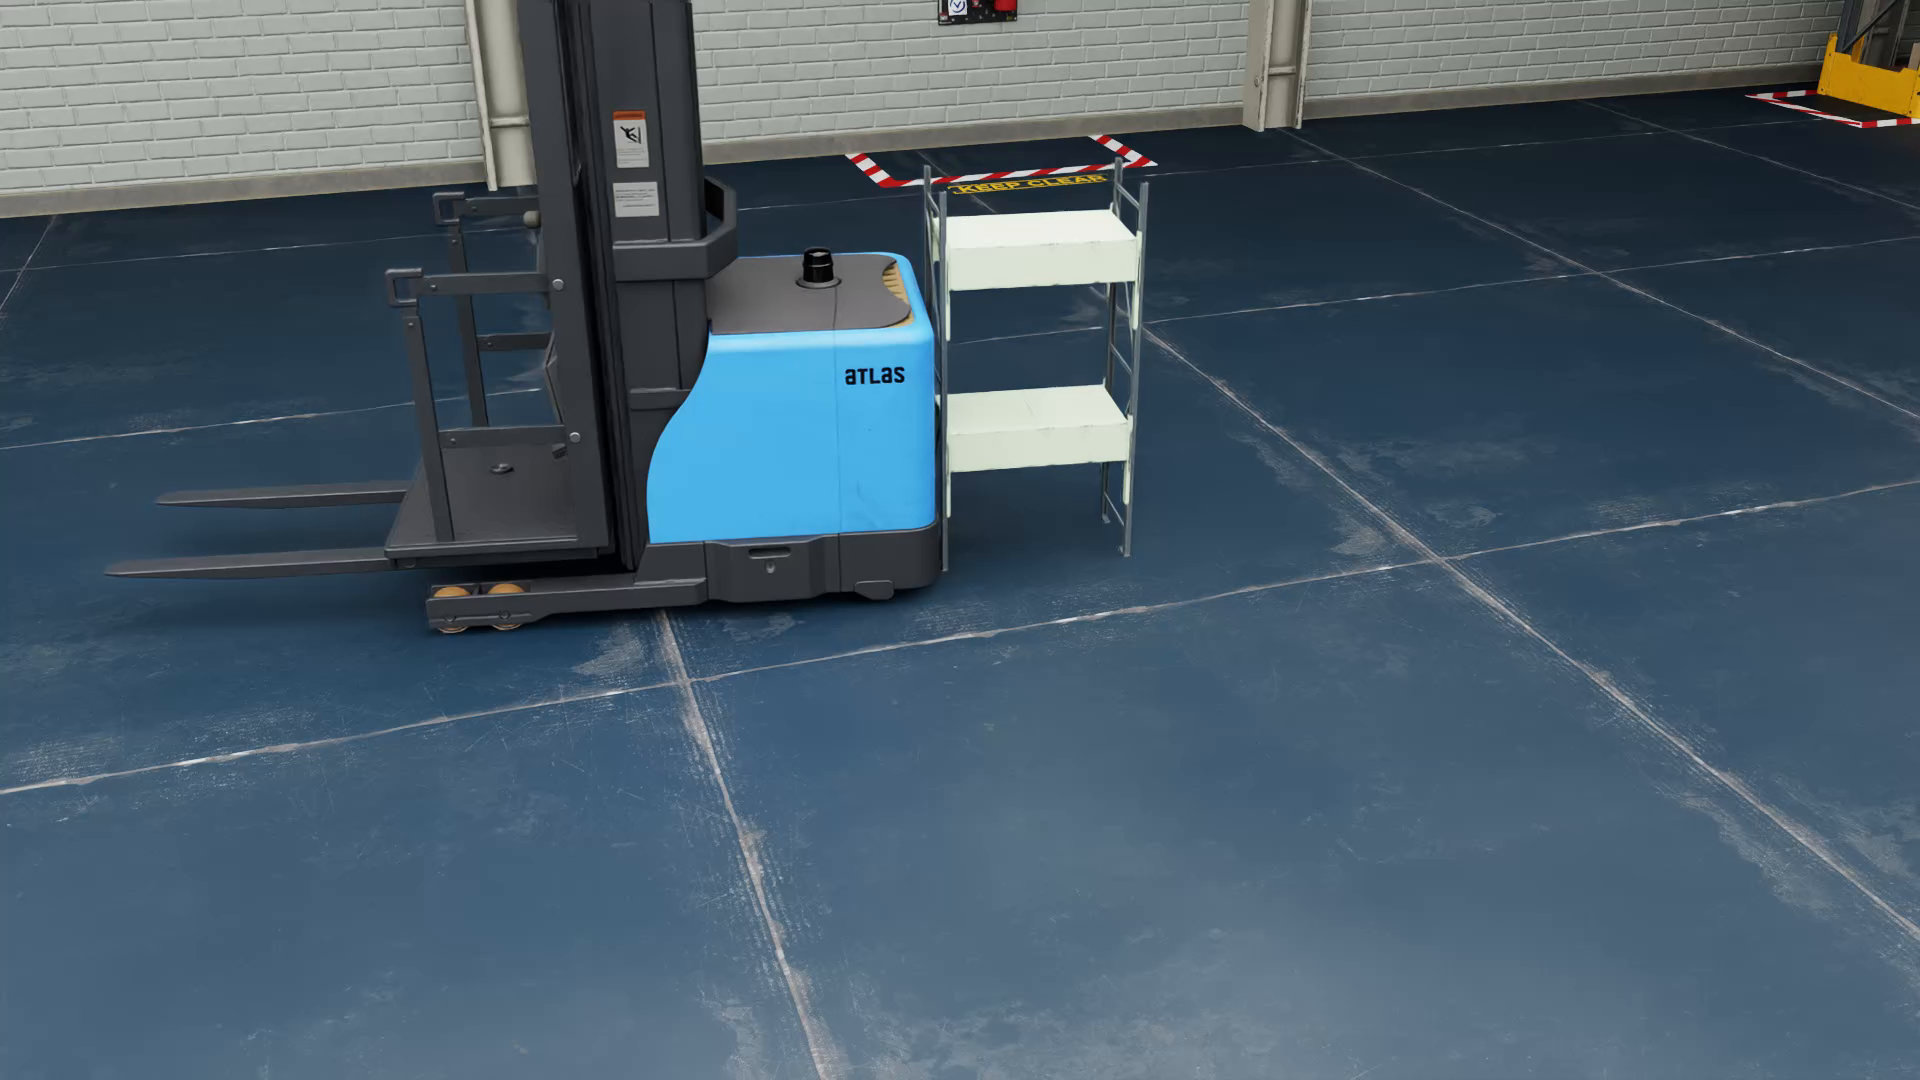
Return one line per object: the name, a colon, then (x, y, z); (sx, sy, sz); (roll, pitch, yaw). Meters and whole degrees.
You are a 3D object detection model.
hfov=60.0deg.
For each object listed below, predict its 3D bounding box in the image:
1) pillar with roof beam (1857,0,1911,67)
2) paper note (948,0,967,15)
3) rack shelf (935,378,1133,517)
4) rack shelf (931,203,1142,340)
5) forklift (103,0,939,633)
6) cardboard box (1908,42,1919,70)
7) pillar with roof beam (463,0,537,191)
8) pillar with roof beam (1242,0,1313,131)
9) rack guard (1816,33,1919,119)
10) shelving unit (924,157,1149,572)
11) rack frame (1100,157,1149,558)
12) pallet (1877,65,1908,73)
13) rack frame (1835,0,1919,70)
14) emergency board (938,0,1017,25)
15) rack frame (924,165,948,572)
pillar with roof beam: (9.572, -6.411, 9.544); (0.400, 9.000, 9.100); (-8, 28, -16)
paper note: (-0.017, -4.004, 12.433); (0.142, 0.148, 0.016); (-8, 28, -16)
rack shelf: (0.269, -0.369, 6.540); (0.720, 0.370, 0.431); (-4, 27, -9)
rack shelf: (0.270, -1.011, 6.221); (0.720, 0.370, 0.431); (-4, 27, -9)
forklift: (-1.635, -1.222, 5.916); (3.031, 2.935, 1.130); (-3, 27, -6)
cardboard box: (8.527, -4.132, 14.229); (0.500, 0.311, 0.500); (-12, 29, -22)
pillar with roof beam: (-1.838, -4.759, 6.216); (0.400, 9.000, 9.100); (-8, 28, -16)
pillar with roof beam: (3.867, -5.585, 7.880); (0.400, 9.000, 9.100); (-8, 28, -16)
rack guard: (7.913, -3.973, 14.191); (0.348, 0.500, 1.175); (-8, 28, -16)
shelving unit: (0.270, -0.661, 6.395); (0.755, 1.500, 0.431); (-4, 27, -9)
rack frame: (0.630, -0.688, 6.450); (0.023, 1.500, 0.400); (-4, 27, -9)
pallet: (8.697, -3.941, 14.450); (1.213, 0.211, 1.003); (-8, 28, -16)
rack frame: (7.841, -5.082, 13.614); (0.127, 3.000, 1.000); (-8, 28, -16)
emergency board: (0.172, -4.394, 12.227); (0.643, 1.169, 0.194); (-8, 28, -16)
rack frame: (-0.091, -0.634, 6.340); (0.023, 1.500, 0.400); (-4, 27, -9)
